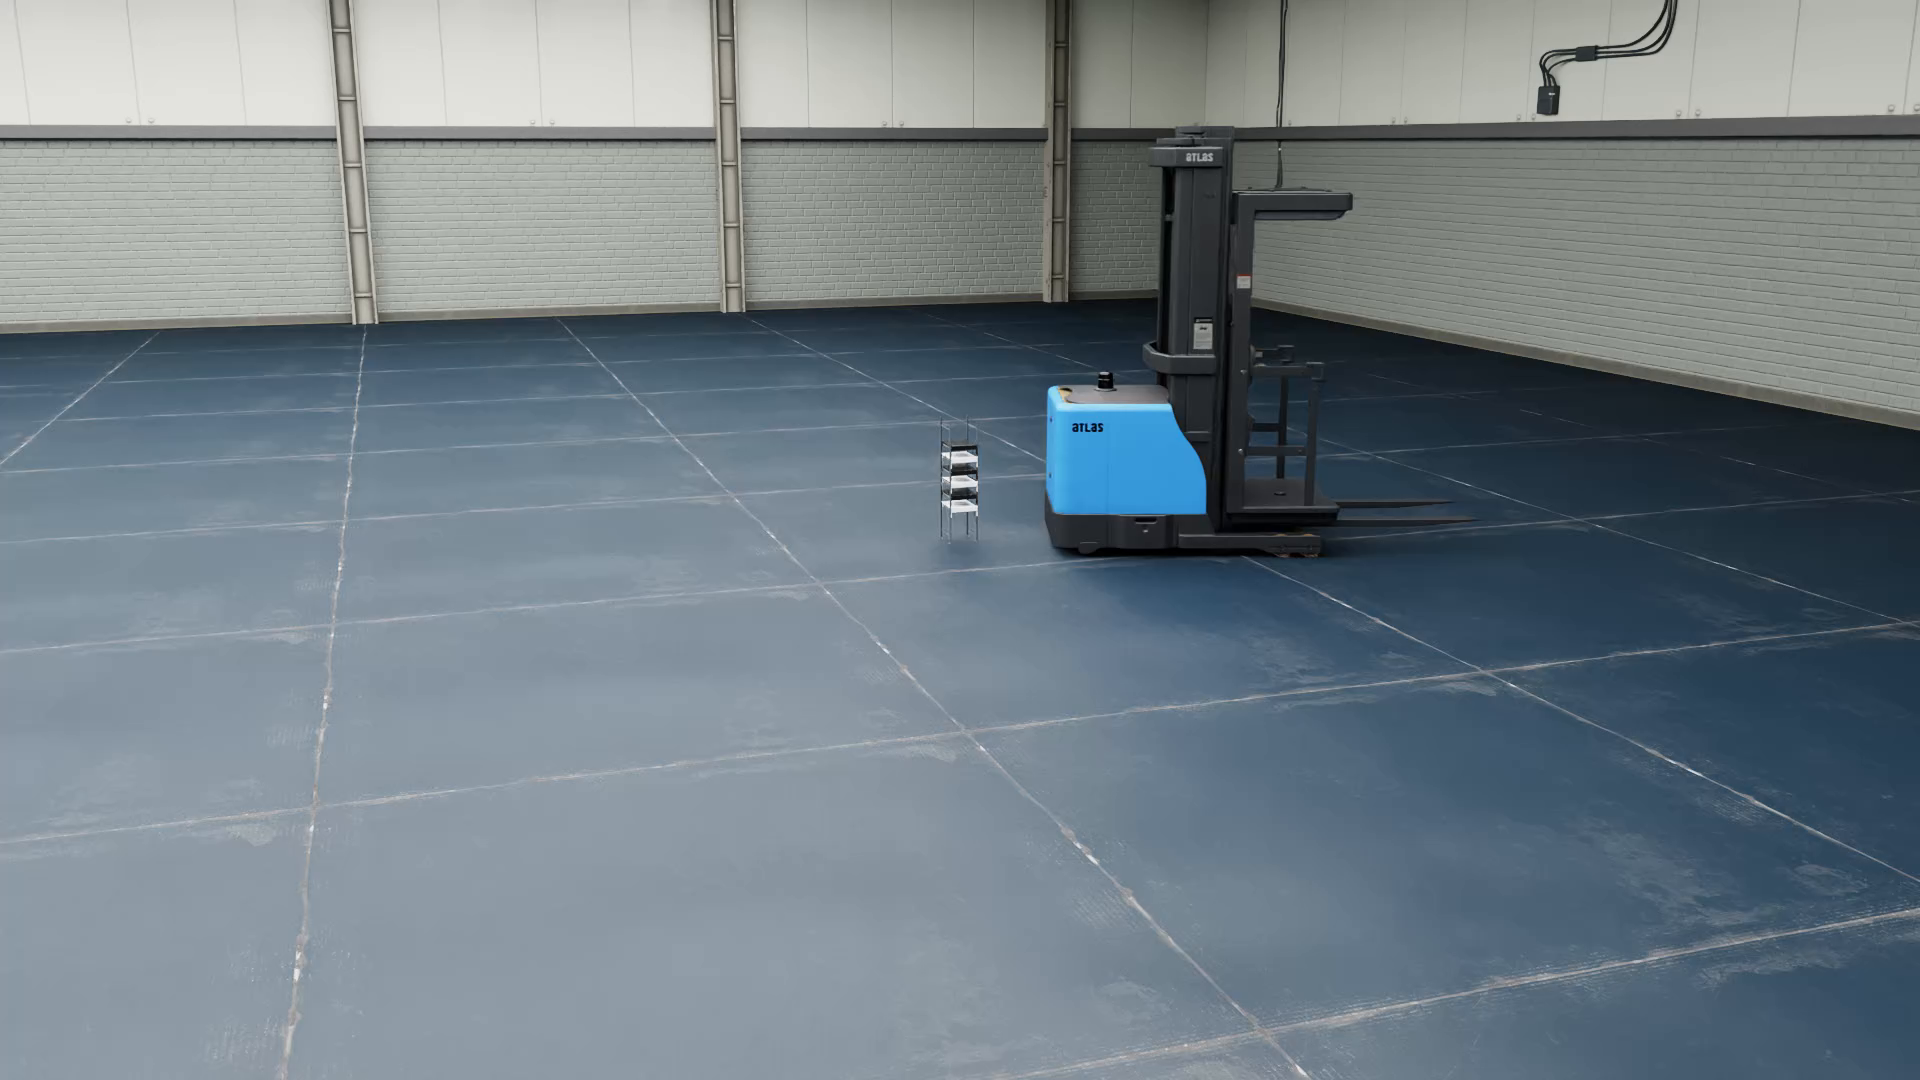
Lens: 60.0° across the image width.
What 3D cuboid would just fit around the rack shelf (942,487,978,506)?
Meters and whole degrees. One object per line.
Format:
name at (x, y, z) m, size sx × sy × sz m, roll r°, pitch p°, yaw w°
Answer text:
rack shelf at (-0.008, -0.317, 12.065) m, size 0.200 × 0.077 × 0.258 m, roll -4°, pitch 14°, yaw -18°

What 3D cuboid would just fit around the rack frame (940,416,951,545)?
rack frame at (-0.104, -0.430, 12.005) m, size 0.006 × 0.900 × 0.240 m, roll -4°, pitch 14°, yaw -18°

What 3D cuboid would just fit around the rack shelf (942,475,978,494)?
rack shelf at (-0.008, -0.405, 12.044) m, size 0.200 × 0.077 × 0.258 m, roll -4°, pitch 14°, yaw -18°

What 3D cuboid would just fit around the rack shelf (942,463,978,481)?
rack shelf at (-0.008, -0.492, 12.023) m, size 0.200 × 0.077 × 0.258 m, roll -4°, pitch 14°, yaw -18°

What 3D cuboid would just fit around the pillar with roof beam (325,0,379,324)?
pillar with roof beam at (-8.243, -6.945, 21.895) m, size 0.400 × 9.000 × 9.100 m, roll -4°, pitch 14°, yaw -18°

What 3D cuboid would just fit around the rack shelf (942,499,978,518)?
rack shelf at (-0.008, -0.230, 12.086) m, size 0.200 × 0.077 × 0.258 m, roll -4°, pitch 14°, yaw -18°

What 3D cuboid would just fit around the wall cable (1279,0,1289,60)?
wall cable at (5.834, -9.056, 26.563) m, size 0.112 × 2.526 × 3.097 m, roll -4°, pitch 14°, yaw -18°

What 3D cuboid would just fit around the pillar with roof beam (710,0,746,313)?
pillar with roof beam at (-2.556, -7.388, 23.757) m, size 0.400 × 9.000 × 9.100 m, roll -4°, pitch 14°, yaw -18°

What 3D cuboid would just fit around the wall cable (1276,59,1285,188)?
wall cable at (4.971, -7.192, 29.642) m, size 0.112 × 2.526 × 3.097 m, roll -4°, pitch 14°, yaw -18°

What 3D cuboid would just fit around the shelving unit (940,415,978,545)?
shelving unit at (-0.008, -0.437, 12.036) m, size 0.210 × 0.900 × 0.258 m, roll -4°, pitch 14°, yaw -18°

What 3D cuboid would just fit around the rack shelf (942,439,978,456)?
rack shelf at (-0.008, -0.667, 11.981) m, size 0.200 × 0.077 × 0.258 m, roll -4°, pitch 14°, yaw -18°

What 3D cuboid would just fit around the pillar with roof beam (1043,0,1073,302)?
pillar with roof beam at (3.131, -7.831, 25.619) m, size 0.400 × 9.000 × 9.100 m, roll -4°, pitch 14°, yaw -18°

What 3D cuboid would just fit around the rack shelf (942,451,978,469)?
rack shelf at (-0.008, -0.580, 12.002) m, size 0.200 × 0.077 × 0.258 m, roll -4°, pitch 14°, yaw -18°

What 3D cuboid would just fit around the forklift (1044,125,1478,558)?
forklift at (2.156, -1.426, 11.802) m, size 3.031 × 2.935 × 1.130 m, roll 0°, pitch 13°, yaw -1°

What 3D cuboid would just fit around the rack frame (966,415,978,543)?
rack frame at (0.089, -0.445, 12.068) m, size 0.006 × 0.900 × 0.240 m, roll -4°, pitch 14°, yaw -18°

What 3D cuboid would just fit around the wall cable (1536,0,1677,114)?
wall cable at (7.984, -8.274, 20.131) m, size 0.169 × 6.003 × 2.305 m, roll -4°, pitch 14°, yaw -18°
